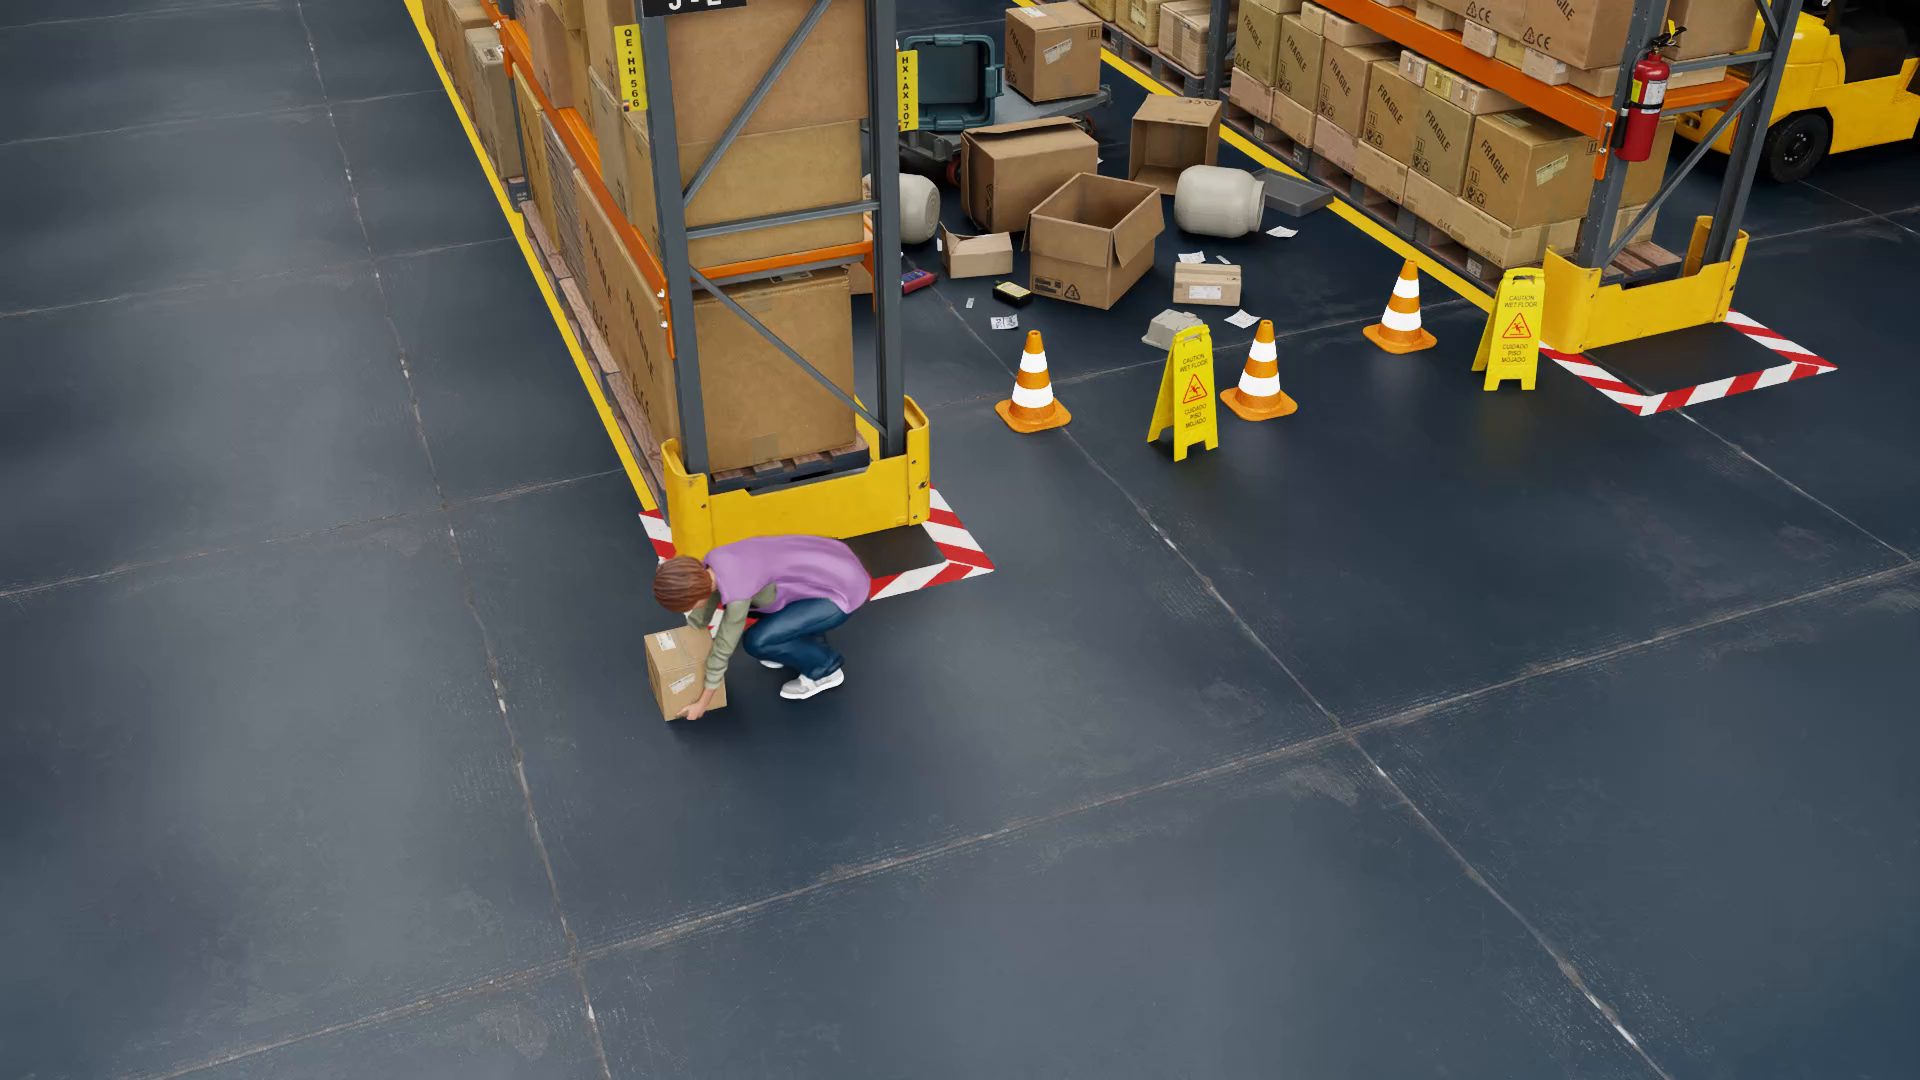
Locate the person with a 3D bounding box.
[{"bbox_3d":[-0.765,0.298,6.550,0.860,0.695,0.418,-11,35,-15],"label":"person"}]
